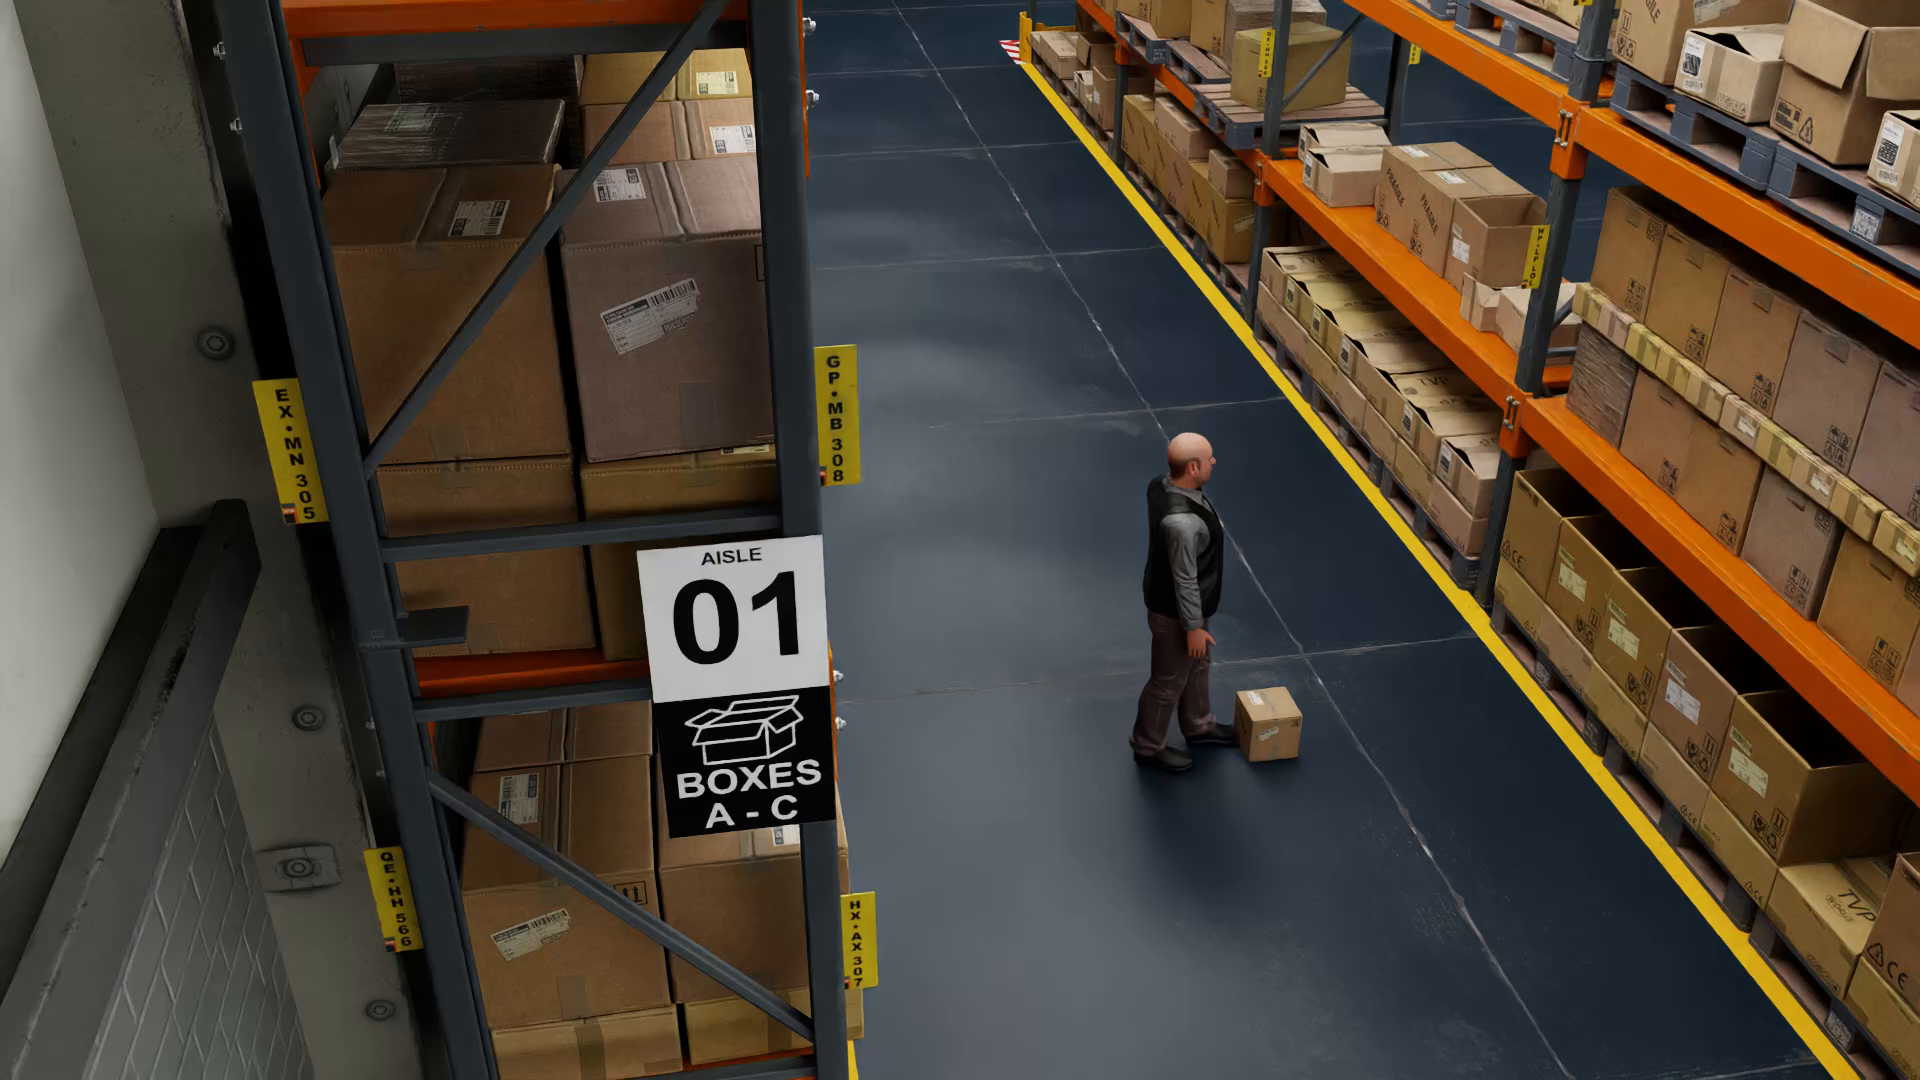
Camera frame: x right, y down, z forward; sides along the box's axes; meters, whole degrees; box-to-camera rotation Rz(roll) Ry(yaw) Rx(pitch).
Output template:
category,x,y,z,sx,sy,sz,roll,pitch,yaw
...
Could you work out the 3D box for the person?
category,x,y,z,sx,sy,sz,roll,pitch,yaw
person,1.077,0.304,7.619,0.492,1.728,0.604,0,30,-1
